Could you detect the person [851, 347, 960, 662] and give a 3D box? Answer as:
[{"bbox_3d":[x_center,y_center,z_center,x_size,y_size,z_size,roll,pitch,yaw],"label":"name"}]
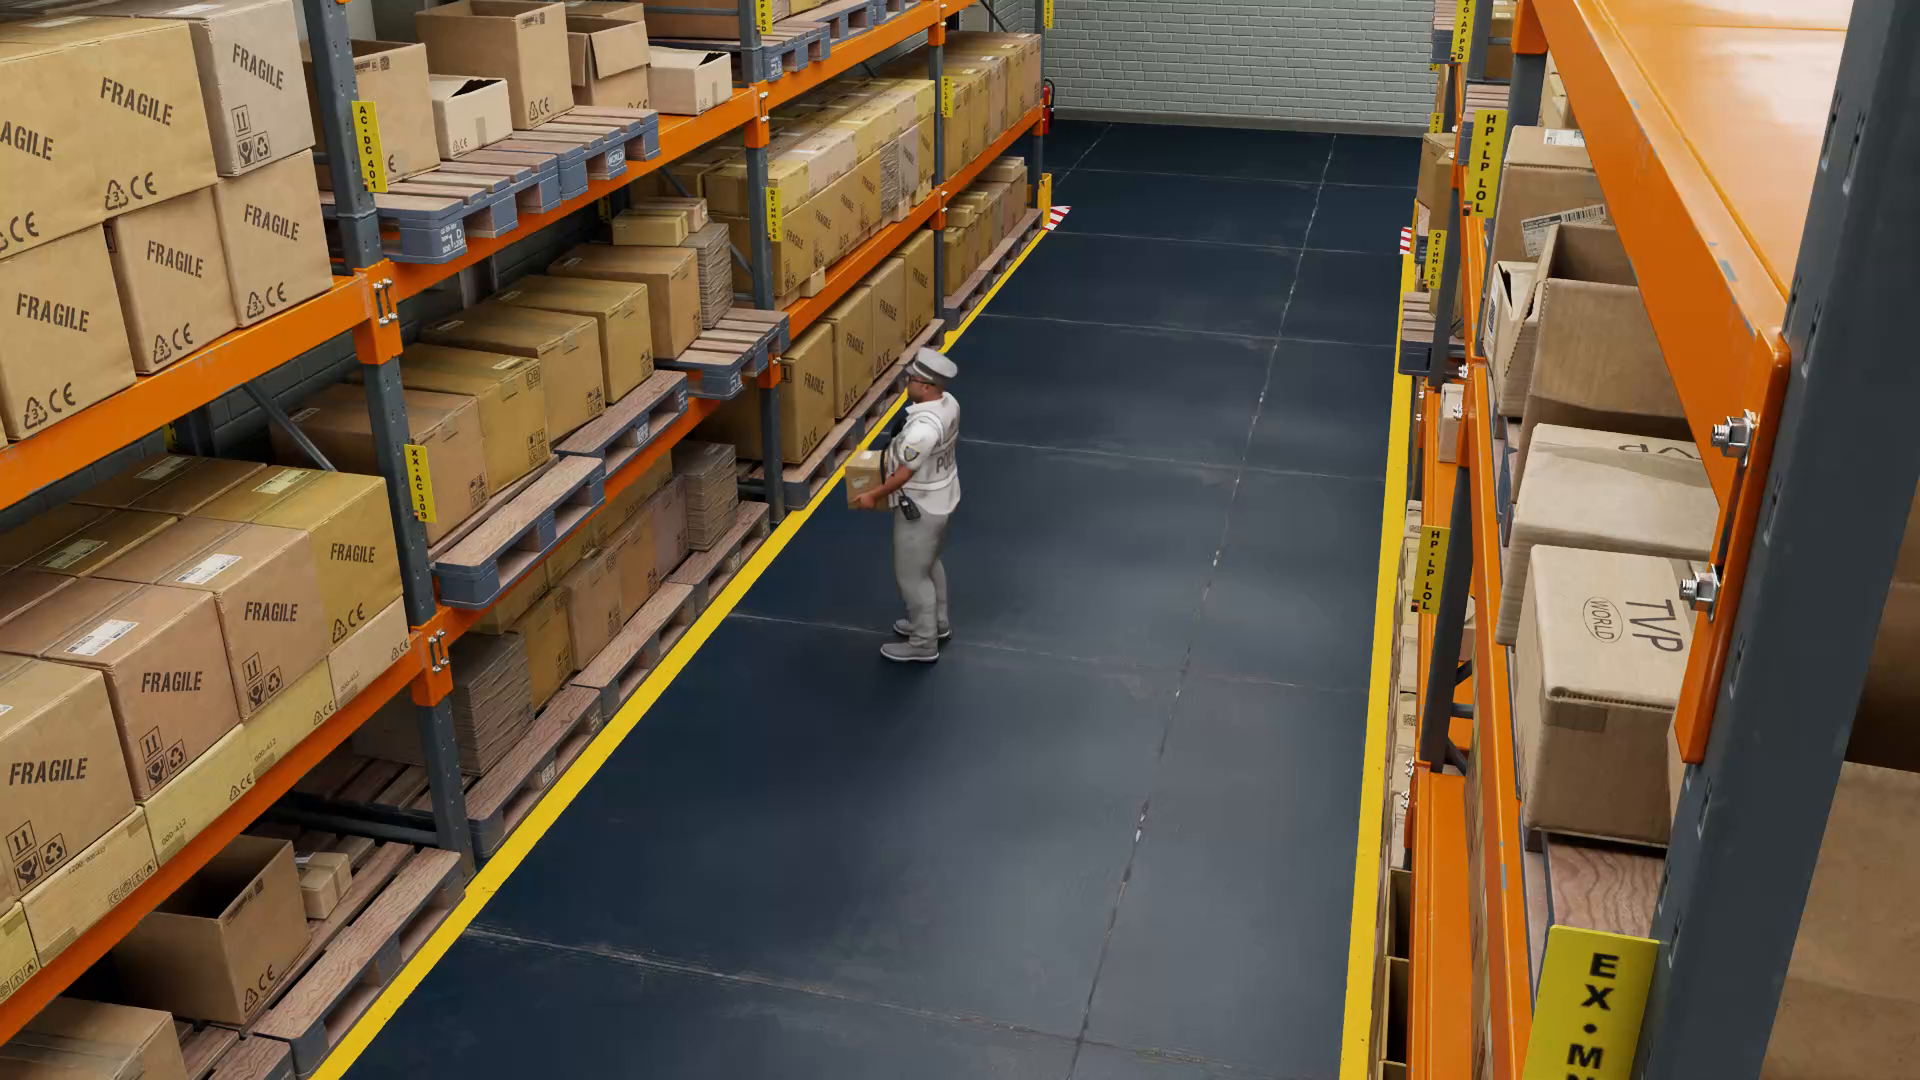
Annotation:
[{"bbox_3d":[-0.285,-0.201,8.993,0.557,1.778,0.501,6,26,13],"label":"person"}]
